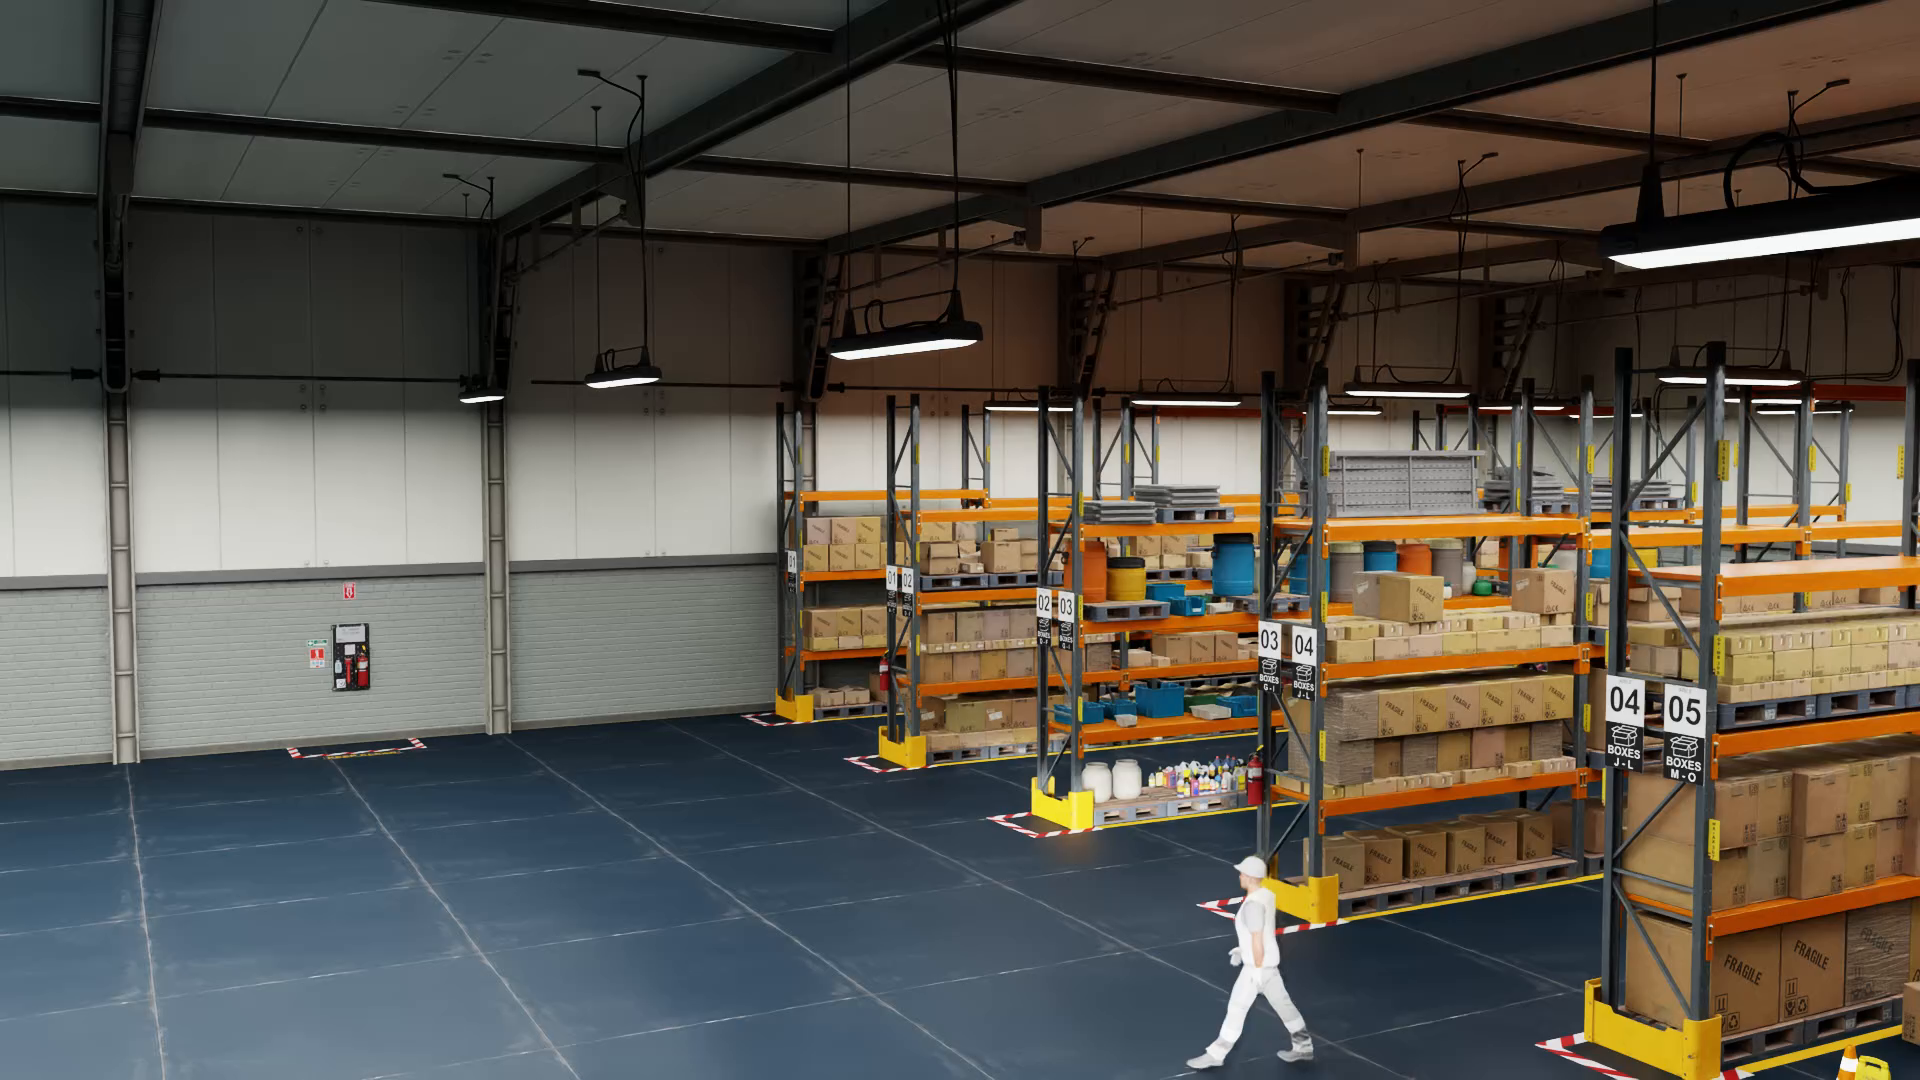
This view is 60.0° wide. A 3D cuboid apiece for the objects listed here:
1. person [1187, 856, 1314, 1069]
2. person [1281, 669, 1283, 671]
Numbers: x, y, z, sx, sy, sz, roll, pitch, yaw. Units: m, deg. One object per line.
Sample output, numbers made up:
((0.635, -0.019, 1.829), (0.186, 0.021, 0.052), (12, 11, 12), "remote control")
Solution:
((2.419, 3.487, 13.803), (1.048, 1.732, 0.643), (0, 3, 8), "person")
((6.932, 2.291, 35.093), (1.143, 1.705, 0.601), (-2, 4, -32), "person")
